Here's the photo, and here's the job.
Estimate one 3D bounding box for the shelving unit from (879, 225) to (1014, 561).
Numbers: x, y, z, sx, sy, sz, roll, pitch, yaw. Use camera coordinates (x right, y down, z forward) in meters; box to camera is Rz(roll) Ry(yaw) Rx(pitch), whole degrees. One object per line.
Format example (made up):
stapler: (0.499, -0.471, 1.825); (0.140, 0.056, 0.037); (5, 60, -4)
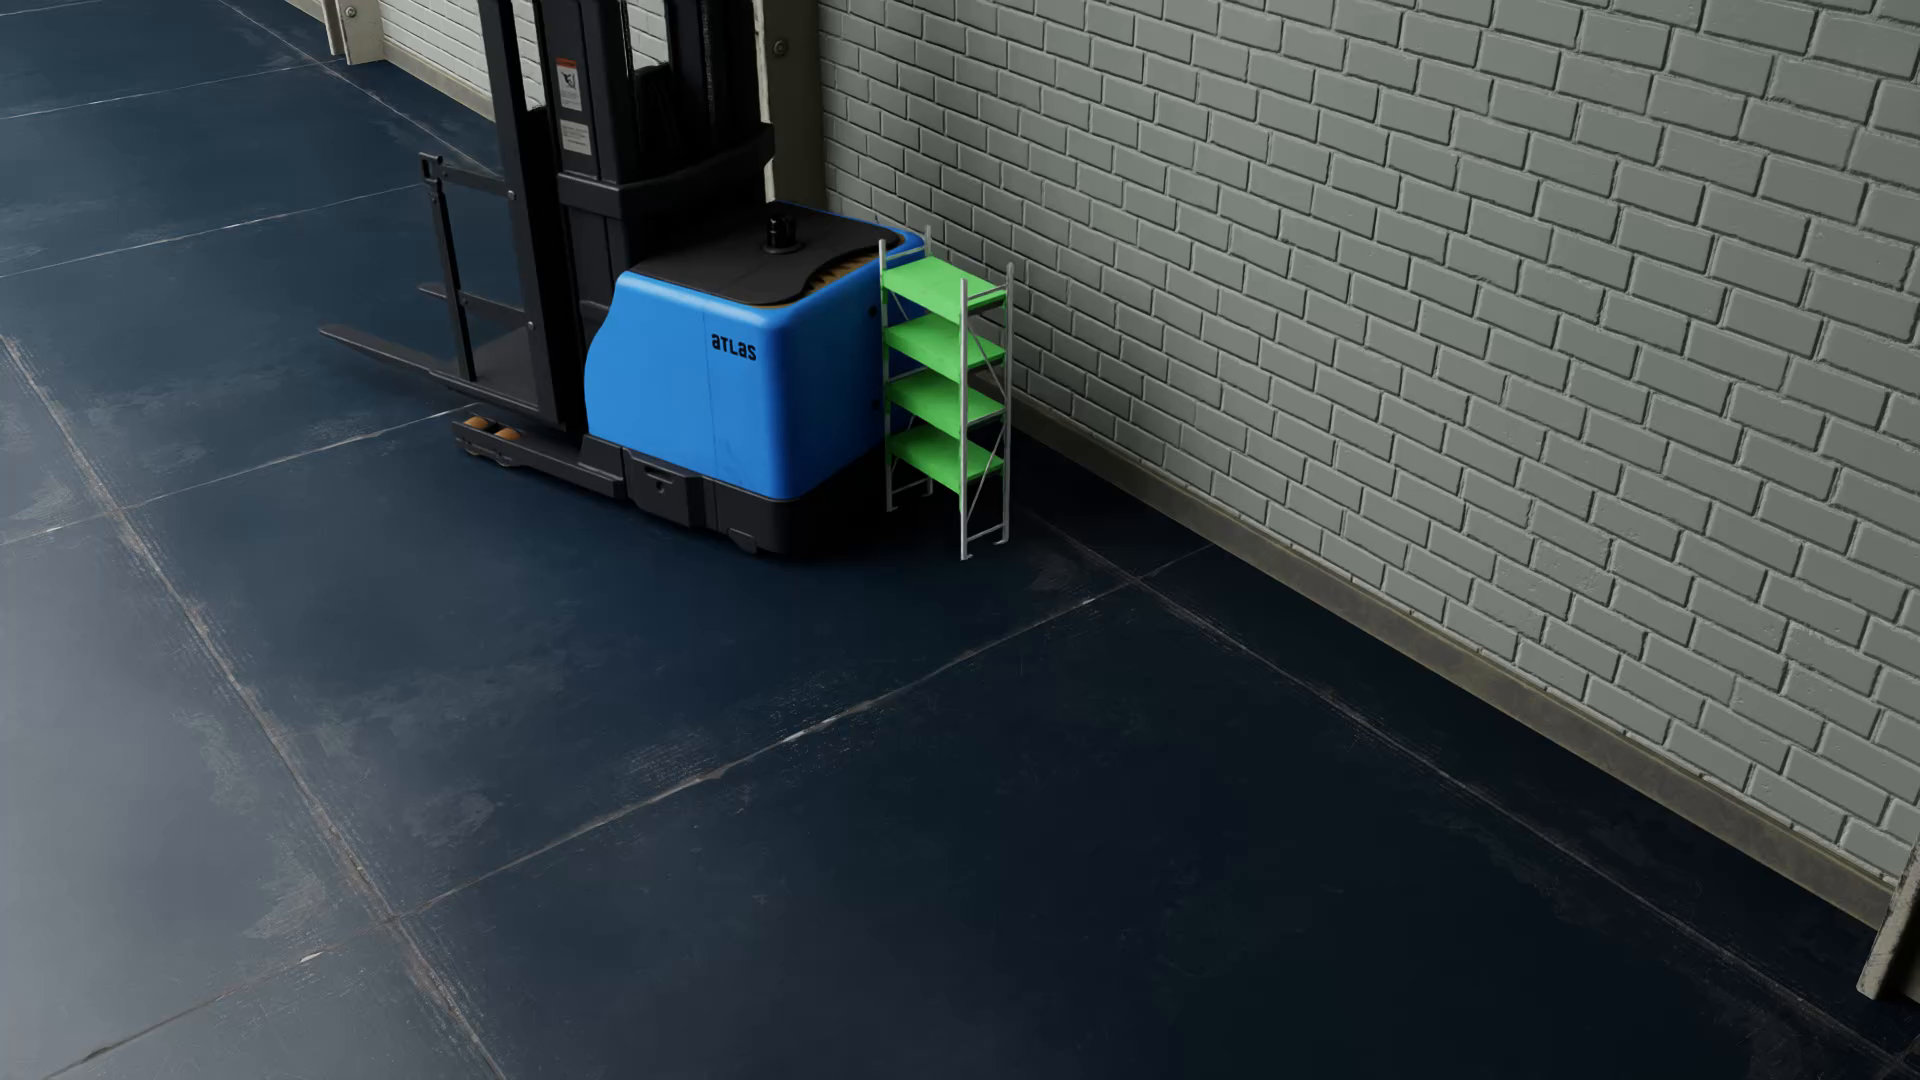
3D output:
shelving unit: (-0.055, -0.567, 6.526); (0.258, 1.200, 0.503); (-24, 39, -33)

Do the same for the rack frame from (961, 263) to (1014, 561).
rack frame: (0.100, -0.468, 6.366); (0.240, 1.200, 0.015); (-24, 39, -33)

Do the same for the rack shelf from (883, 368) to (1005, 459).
rack shelf: (-0.055, -0.513, 6.560); (0.258, 0.148, 0.480); (-24, 39, -33)

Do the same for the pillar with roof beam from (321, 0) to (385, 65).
pillar with roof beam: (-7.983, -6.129, 8.088); (9.100, 9.000, 0.400); (-22, 38, -31)

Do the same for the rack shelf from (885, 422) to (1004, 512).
rack shelf: (-0.055, -0.309, 6.687); (0.258, 0.148, 0.480); (-24, 39, -33)

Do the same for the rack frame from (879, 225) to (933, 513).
rack frame: (-0.211, -0.667, 6.686); (0.240, 1.200, 0.015); (-24, 39, -33)

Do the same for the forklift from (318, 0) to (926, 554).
forklift: (-1.629, -1.776, 6.831); (3.031, 2.935, 1.130); (19, 37, 28)

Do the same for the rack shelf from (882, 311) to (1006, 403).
rack shelf: (-0.055, -0.717, 6.433); (0.258, 0.148, 0.480); (-24, 39, -33)

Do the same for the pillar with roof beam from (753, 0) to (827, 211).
pillar with roof beam: (-4.304, -3.628, 4.062); (9.100, 9.000, 0.400); (-22, 38, -31)

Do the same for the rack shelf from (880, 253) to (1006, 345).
rack shelf: (-0.055, -0.921, 6.307); (0.258, 0.148, 0.480); (-24, 39, -33)
